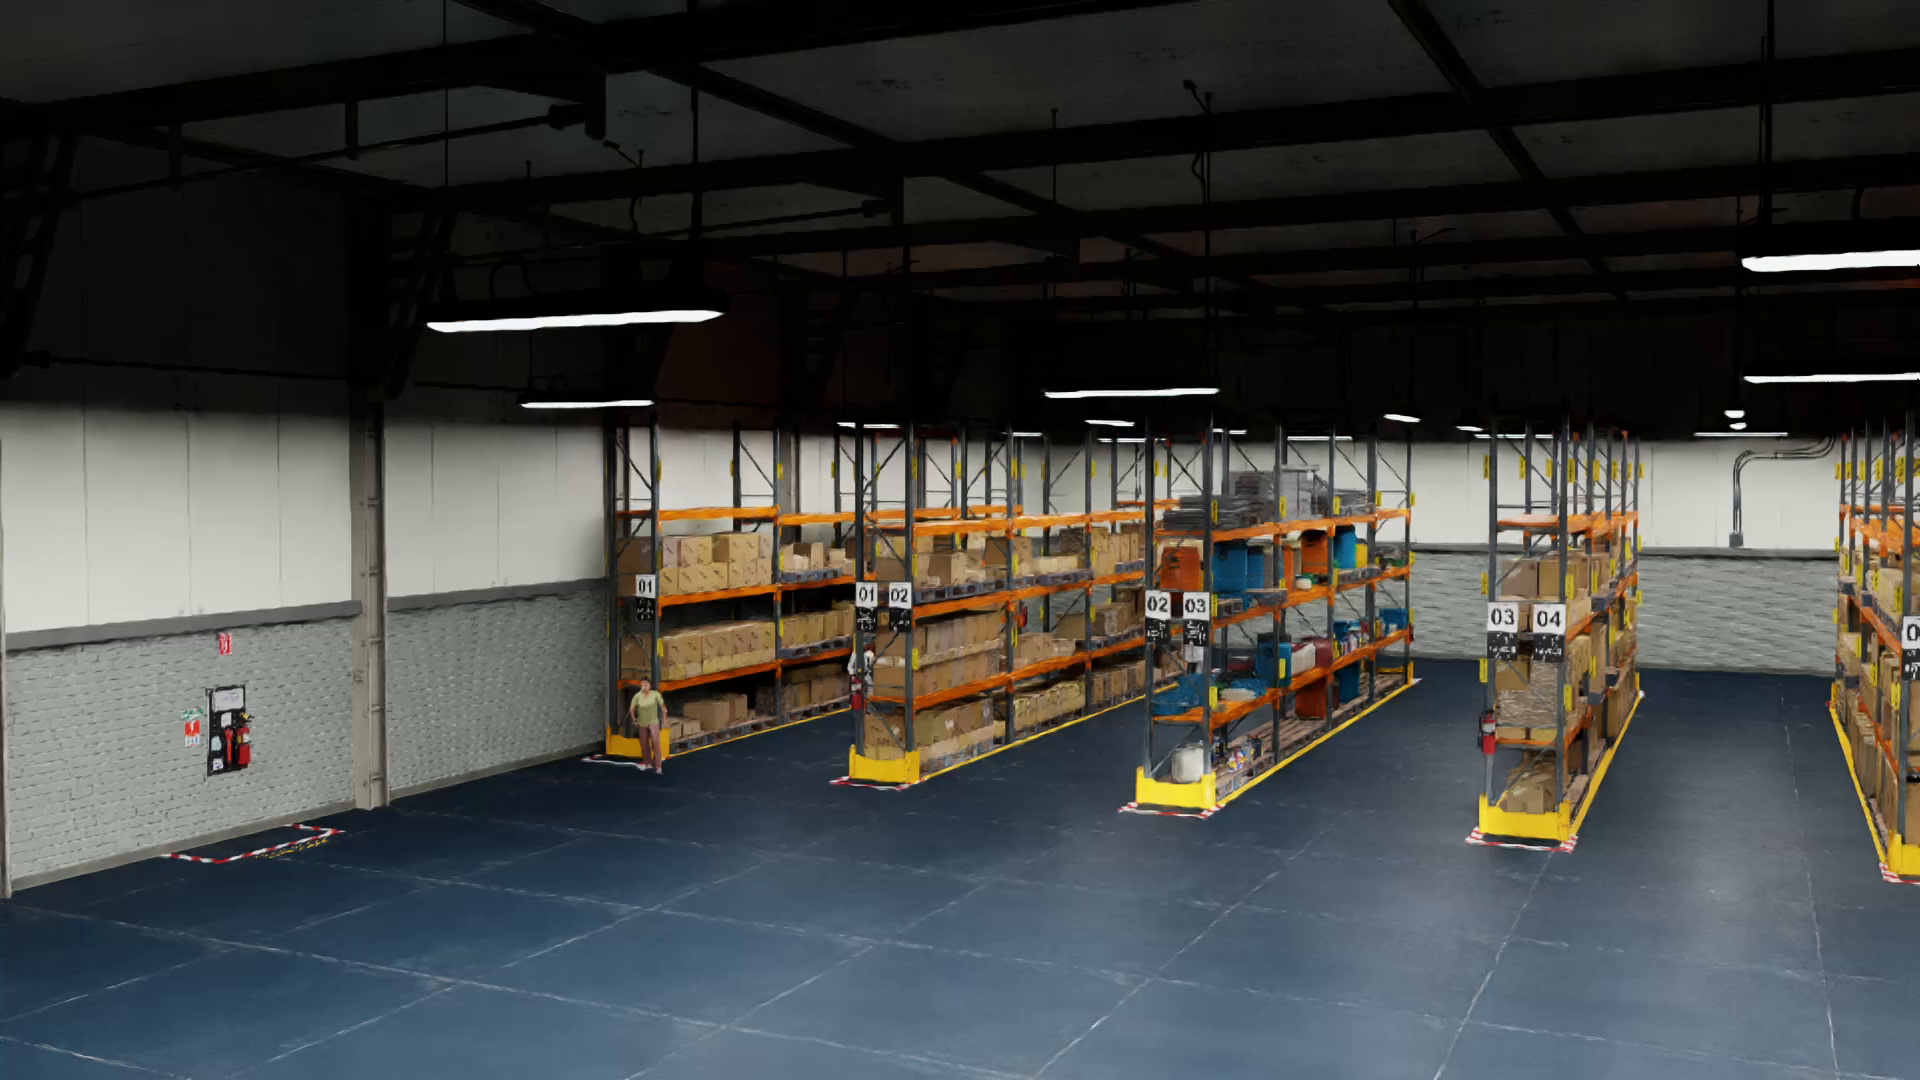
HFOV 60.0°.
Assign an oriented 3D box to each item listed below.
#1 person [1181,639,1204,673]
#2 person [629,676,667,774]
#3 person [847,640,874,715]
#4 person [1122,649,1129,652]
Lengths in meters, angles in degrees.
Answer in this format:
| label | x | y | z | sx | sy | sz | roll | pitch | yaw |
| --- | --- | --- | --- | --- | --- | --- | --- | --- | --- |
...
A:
| label | x | y | z | sx | sy | sz | roll | pitch | yaw |
| --- | --- | --- | --- | --- | --- | --- | --- | --- | --- |
| person | 5.111 | 2.604 | 36.407 | 0.546 | 1.695 | 1.105 | 1 | 3 | 24 |
| person | -5.118 | 3.050 | 27.453 | 0.625 | 1.576 | 0.802 | 0 | 2 | 6 |
| person | -1.935 | 2.777 | 33.500 | 0.630 | 1.608 | 0.811 | 0 | 2 | 8 |
| person | 4.465 | 2.249 | 45.846 | 0.637 | 1.649 | 0.497 | -1 | 2 | -15 |
